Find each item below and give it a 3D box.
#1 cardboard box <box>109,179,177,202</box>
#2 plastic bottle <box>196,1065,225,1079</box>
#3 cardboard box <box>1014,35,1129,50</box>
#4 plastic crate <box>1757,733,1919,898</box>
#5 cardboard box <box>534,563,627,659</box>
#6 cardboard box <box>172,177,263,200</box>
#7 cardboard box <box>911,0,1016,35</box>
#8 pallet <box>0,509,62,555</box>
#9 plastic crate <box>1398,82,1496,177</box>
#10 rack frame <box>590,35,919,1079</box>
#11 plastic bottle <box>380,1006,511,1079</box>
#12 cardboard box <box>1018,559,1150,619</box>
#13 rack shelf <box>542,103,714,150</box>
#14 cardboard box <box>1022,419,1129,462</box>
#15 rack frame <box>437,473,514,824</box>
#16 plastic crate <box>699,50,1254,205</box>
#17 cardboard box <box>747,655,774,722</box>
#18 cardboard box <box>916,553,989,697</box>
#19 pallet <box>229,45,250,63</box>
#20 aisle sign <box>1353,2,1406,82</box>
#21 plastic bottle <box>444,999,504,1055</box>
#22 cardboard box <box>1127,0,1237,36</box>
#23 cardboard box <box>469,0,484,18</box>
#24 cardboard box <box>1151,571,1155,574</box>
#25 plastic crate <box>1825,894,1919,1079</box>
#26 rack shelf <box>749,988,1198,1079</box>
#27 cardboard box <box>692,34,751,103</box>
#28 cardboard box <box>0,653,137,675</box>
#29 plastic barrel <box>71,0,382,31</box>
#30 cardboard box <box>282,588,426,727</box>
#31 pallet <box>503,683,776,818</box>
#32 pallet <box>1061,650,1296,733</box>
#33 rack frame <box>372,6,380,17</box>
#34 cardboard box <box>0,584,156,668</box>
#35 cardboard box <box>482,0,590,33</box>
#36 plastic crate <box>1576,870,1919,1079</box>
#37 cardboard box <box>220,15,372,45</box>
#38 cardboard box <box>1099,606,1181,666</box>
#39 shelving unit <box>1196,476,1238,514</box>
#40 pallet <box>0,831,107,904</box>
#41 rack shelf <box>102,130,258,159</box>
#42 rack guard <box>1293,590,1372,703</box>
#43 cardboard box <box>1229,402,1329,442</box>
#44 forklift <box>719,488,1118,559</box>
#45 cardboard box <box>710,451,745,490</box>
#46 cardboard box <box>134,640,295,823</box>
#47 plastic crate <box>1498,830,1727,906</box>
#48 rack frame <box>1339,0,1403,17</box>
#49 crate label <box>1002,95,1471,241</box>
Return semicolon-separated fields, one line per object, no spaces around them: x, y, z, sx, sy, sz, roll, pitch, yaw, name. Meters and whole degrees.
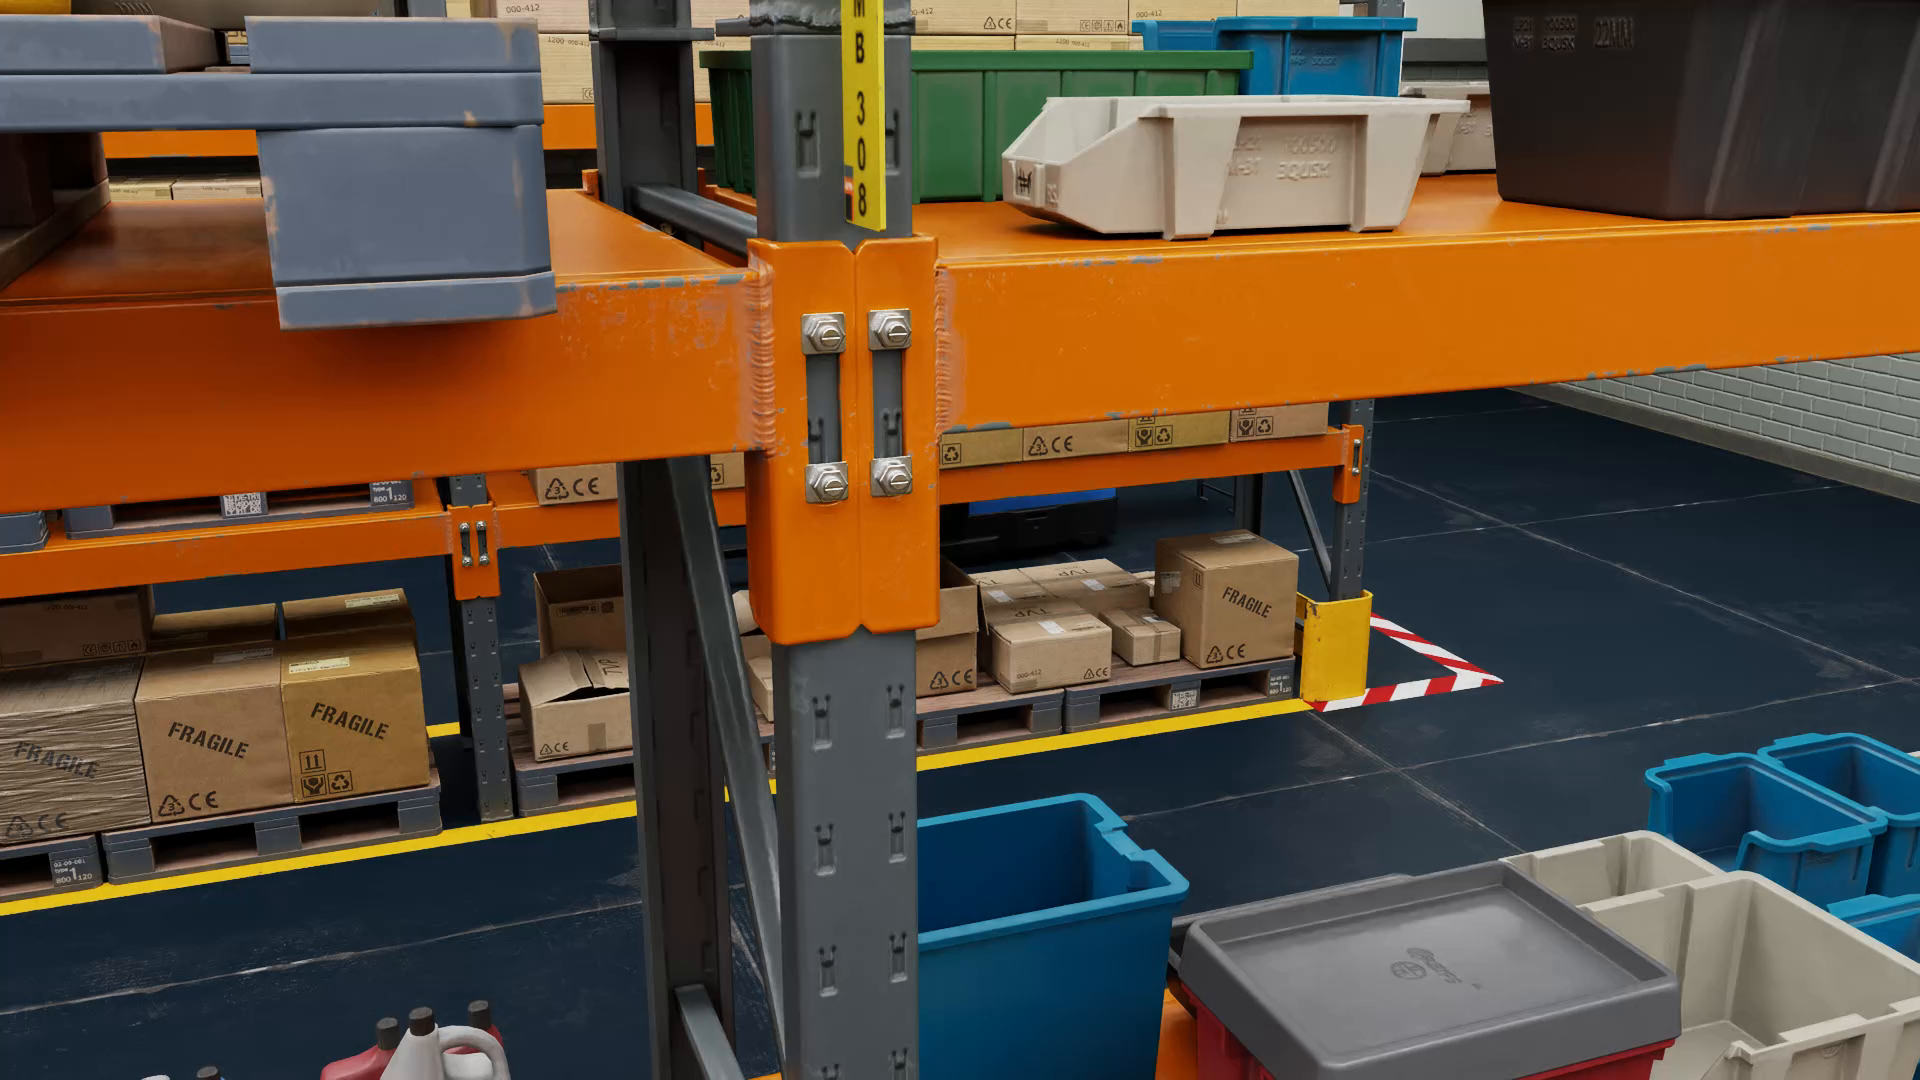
-5.124;-2.080;10.284;0.500;0.250;0.500;-6;17;-19;cardboard box
-1.089;0.899;2.443;0.097;0.271;0.097;0;16;0;plastic bottle
0.371;-1.979;6.957;0.500;0.250;0.500;-6;17;-20;cardboard box
1.880;0.592;3.451;0.300;0.233;0.416;-6;17;-20;plastic crate
-1.615;0.425;7.483;0.500;0.500;0.500;-6;17;-20;cardboard box
-4.647;-2.131;10.459;0.500;0.250;0.500;-6;17;-19;cardboard box
-0.099;-2.171;6.722;0.500;0.250;0.500;-6;17;-20;cardboard box
-3.967;-0.133;6.069;1.213;0.211;1.003;-6;17;-20;pallet
0.775;-0.669;2.696;0.466;0.136;0.293;-6;17;-20;plastic crate
-0.277;0.872;2.304;0.127;3.000;1.000;-6;17;-20;rack frame
-0.759;0.850;2.467;0.185;0.351;0.144;-6;17;-20;plastic bottle
0.613;0.304;8.338;0.500;0.250;0.500;-6;17;-20;cardboard box
-0.178;-1.727;7.109;4.000;0.370;1.077;-6;17;-20;rack shelf
0.417;-0.664;7.357;0.500;0.500;0.500;-6;17;-20;cardboard box
-2.046;-0.431;6.743;0.127;3.000;1.000;-6;17;-20;rack frame
0.011;-0.587;2.327;0.662;0.188;0.450;-6;17;-20;plastic crate
-0.772;0.642;7.337;0.250;0.166;0.380;-6;17;-20;cardboard box
-0.293;0.365;7.683;0.637;0.503;0.797;-6;17;-20;cardboard box
-2.680;-1.733;6.186;1.003;0.211;1.213;-6;17;-20;pallet
1.863;-2.008;7.499;0.004;0.787;0.394;-6;17;-20;aisle sign
-0.772;0.853;2.577;0.133;0.283;0.061;-6;17;-20;plastic bottle
0.834;-2.272;7.068;0.500;0.250;0.500;-6;17;-20;cardboard box
-1.689;-2.159;6.681;0.500;0.250;0.500;-6;17;-20;cardboard box
1.175;0.274;8.620;0.250;0.149;0.380;-6;17;-20;cardboard box
1.632;0.795;2.758;0.300;0.233;0.416;-6;17;-20;plastic crate
1.591;1.016;3.092;4.000;0.370;1.077;-6;17;-20;rack shelf
-1.035;-1.832;6.455;0.500;0.250;0.500;-6;17;-20;cardboard box
-3.548;0.647;6.728;0.500;0.500;0.500;-6;17;-19;cardboard box
-0.858;-0.846;1.847;0.433;0.535;0.433;0;16;0;plastic barrel
-2.585;0.542;7.086;0.500;0.500;0.500;-7;18;-23;cardboard box
-1.404;0.838;7.371;1.213;0.211;1.003;-6;17;-20;pallet
0.874;0.592;8.209;1.213;0.211;1.003;-6;17;-20;pallet
-3.822;-4.613;10.335;0.127;3.000;1.000;-6;17;-20;rack frame
-3.519;0.283;6.637;0.500;0.250;0.500;-6;17;-20;cardboard box
-1.503;-2.022;6.216;0.500;0.250;0.500;-6;17;-20;cardboard box
1.215;0.795;2.671;0.530;0.282;0.437;-6;17;-20;plastic crate
-2.543;-2.137;6.126;0.600;0.600;0.600;-8;18;-25;cardboard box
0.859;0.451;7.988;0.250;0.166;0.380;-6;17;-20;cardboard box
1.307;-0.897;10.991;1.048;1.500;0.538;-7;18;-24;shelving unit
-3.933;1.123;6.400;1.213;0.211;1.003;-6;17;-20;pallet
-3.913;-1.324;5.735;4.000;0.370;1.077;-6;17;-20;rack shelf
1.618;0.372;8.443;0.348;0.500;1.175;-6;17;-20;rack guard
1.368;-0.766;7.705;0.500;0.500;0.500;-6;17;-18;cardboard box
-0.569;-1.333;9.937;3.031;2.935;1.130;-7;18;-23;forklift
-0.995;-0.511;6.839;0.500;0.500;0.500;-6;17;-19;cardboard box
-2.869;0.730;6.445;0.500;0.500;0.500;-6;17;-20;cardboard box
1.242;0.715;3.200;0.466;0.136;0.293;-6;17;-20;plastic crate
1.689;-3.713;7.271;0.127;3.000;1.000;-6;17;-20;rack frame
0.283;-0.414;1.828;0.466;0.136;0.293;-6;17;-20;crate label
